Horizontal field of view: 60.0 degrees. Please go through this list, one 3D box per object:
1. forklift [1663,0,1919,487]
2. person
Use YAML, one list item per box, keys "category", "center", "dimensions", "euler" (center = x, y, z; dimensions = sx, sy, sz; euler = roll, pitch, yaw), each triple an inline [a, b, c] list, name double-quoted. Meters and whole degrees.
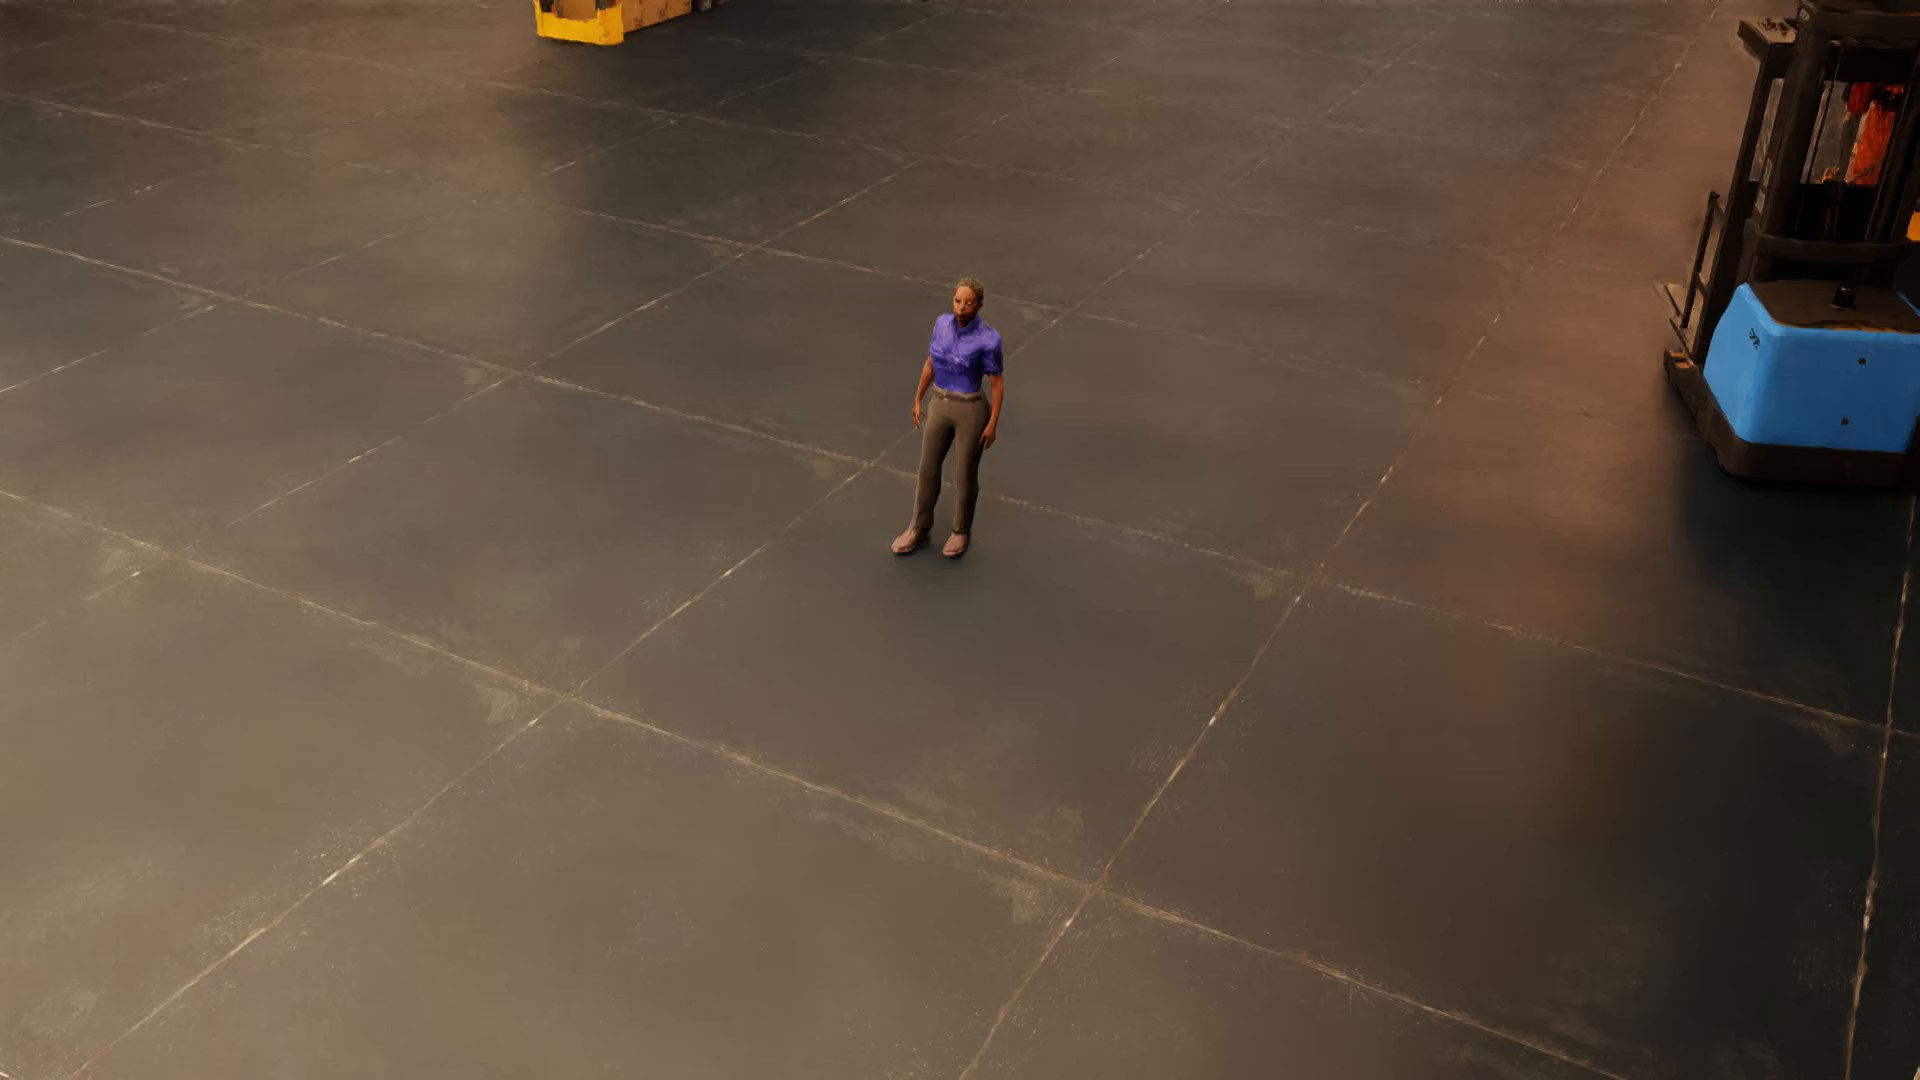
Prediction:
- category: "forklift"
  center: [5.641, -2.317, 11.085]
  dimensions: [1.130, 2.935, 3.031]
  euler: [4, 30, 8]
- category: "person"
  center: [-0.060, -0.689, 9.528]
  dimensions: [0.570, 1.654, 0.503]
  euler: [15, 33, 25]
